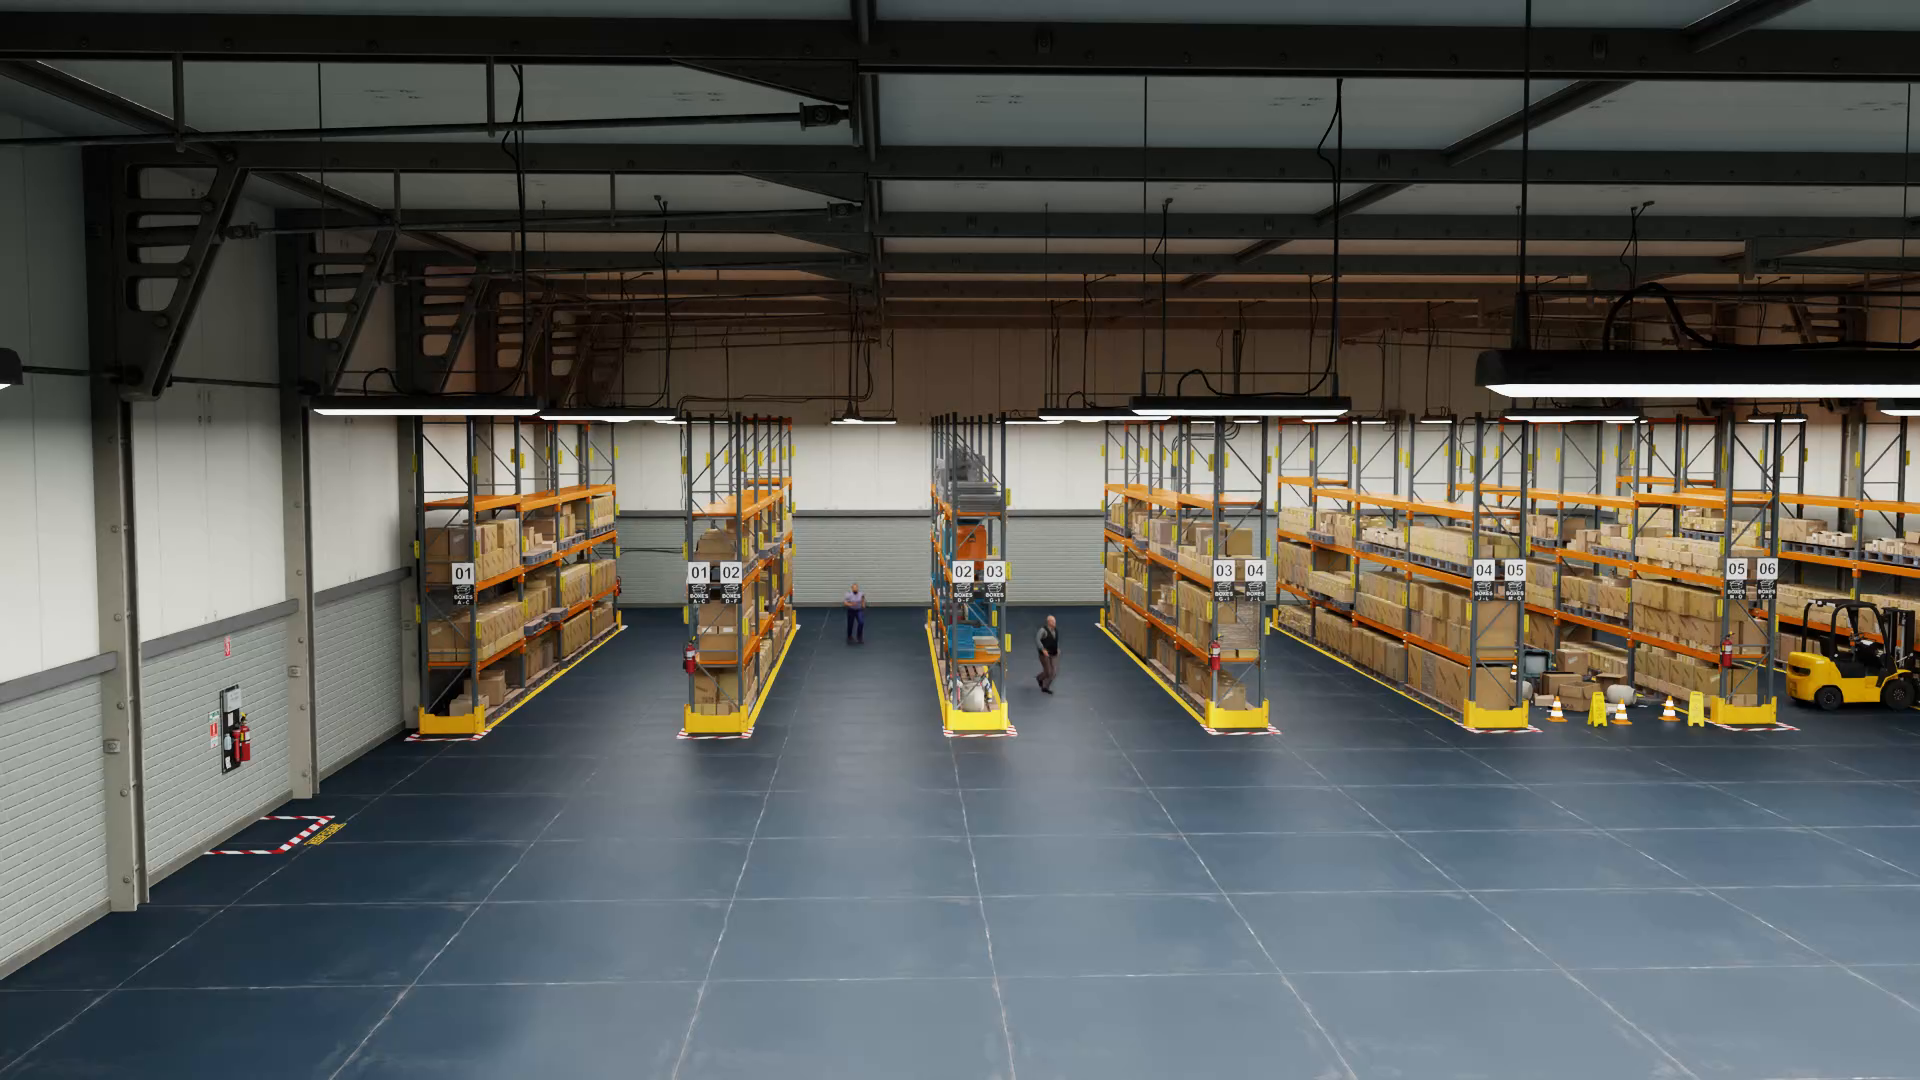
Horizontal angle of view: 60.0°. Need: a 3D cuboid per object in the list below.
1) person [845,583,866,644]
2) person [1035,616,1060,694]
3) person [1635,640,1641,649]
[{"bbox_3d":[-2.780,1.938,44.049,0.616,1.623,0.939,-1,4,-14],"label":"person"},{"bbox_3d":[1.850,2.462,35.847,0.652,1.670,0.580,-3,5,-35],"label":"person"},{"bbox_3d":[17.546,1.923,42.419,0.654,1.765,1.000,-1,4,-17],"label":"person"}]
